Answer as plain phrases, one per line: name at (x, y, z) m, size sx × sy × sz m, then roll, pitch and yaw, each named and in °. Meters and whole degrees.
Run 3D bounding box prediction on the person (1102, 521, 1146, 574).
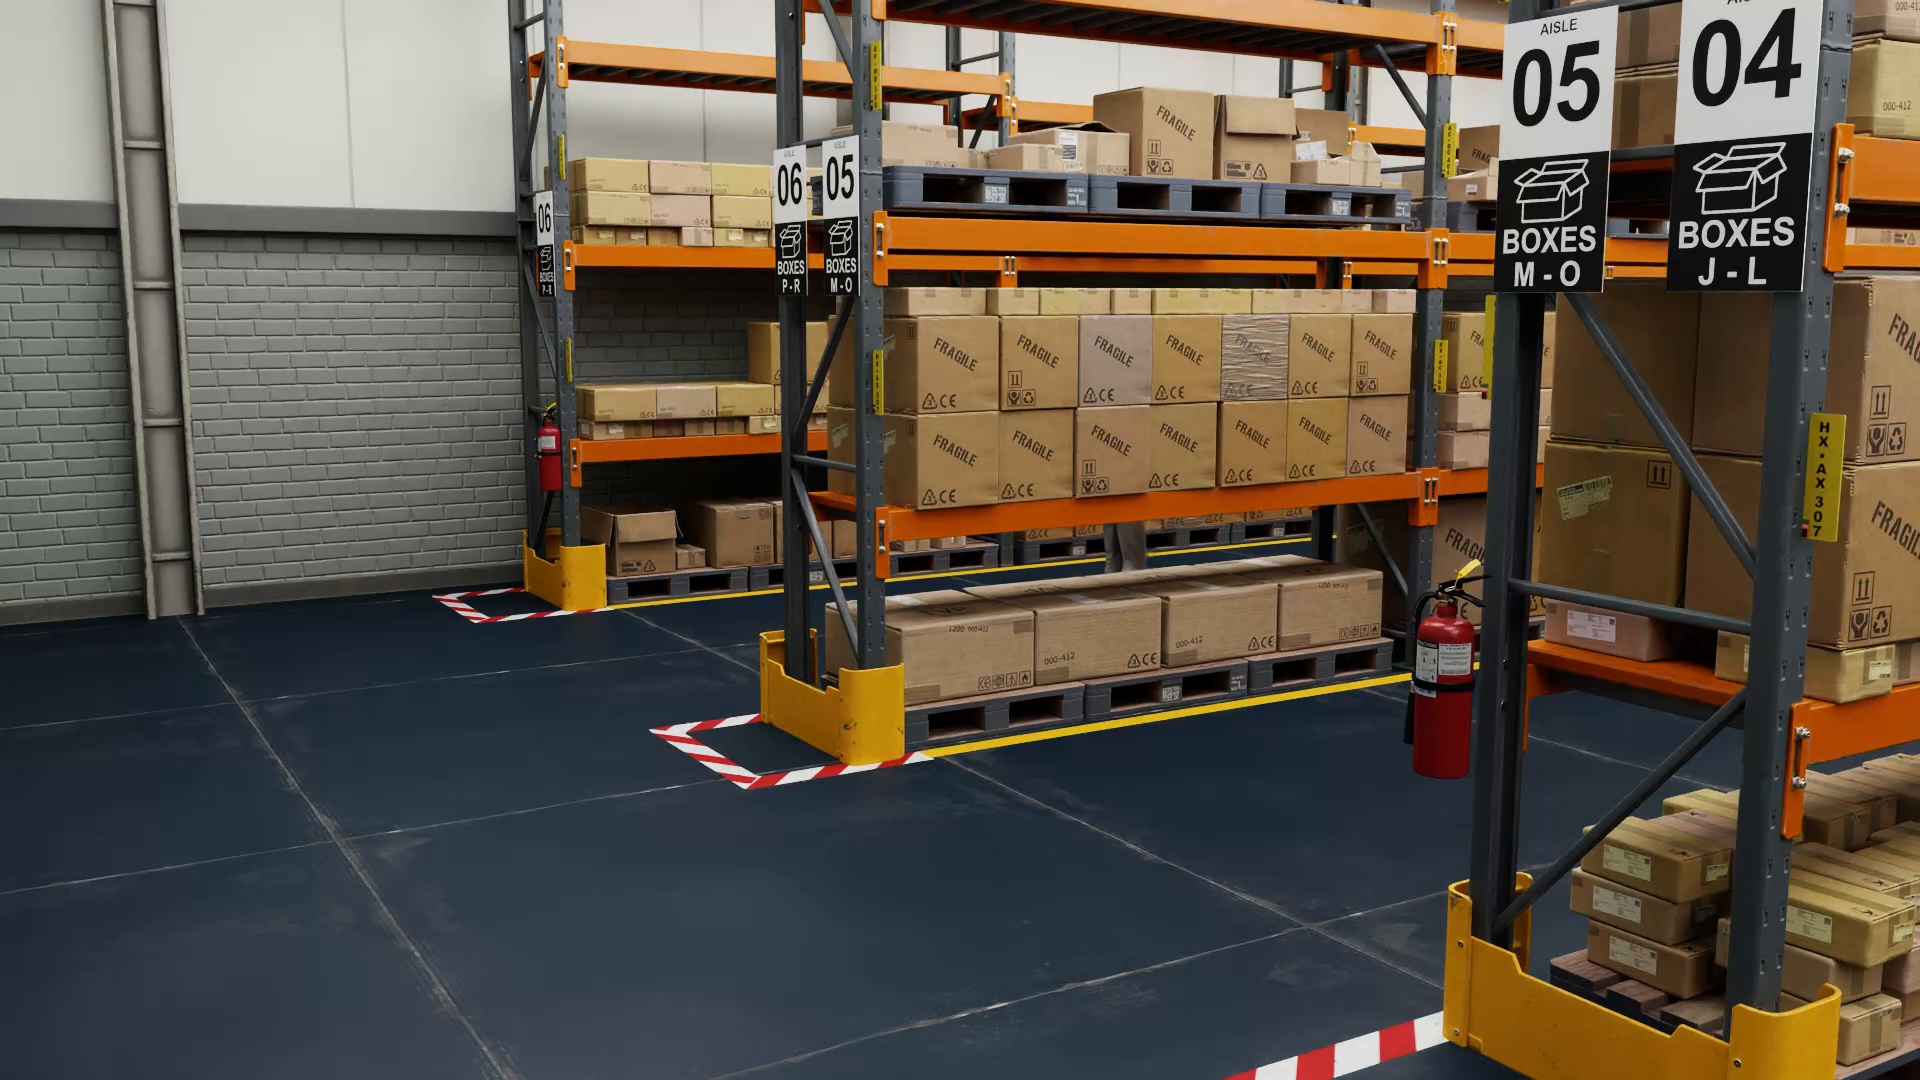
person at (1.162, -0.125, 11.958) m, size 0.478 × 1.747 × 0.446 m, roll -5°, pitch 9°, yaw -30°
